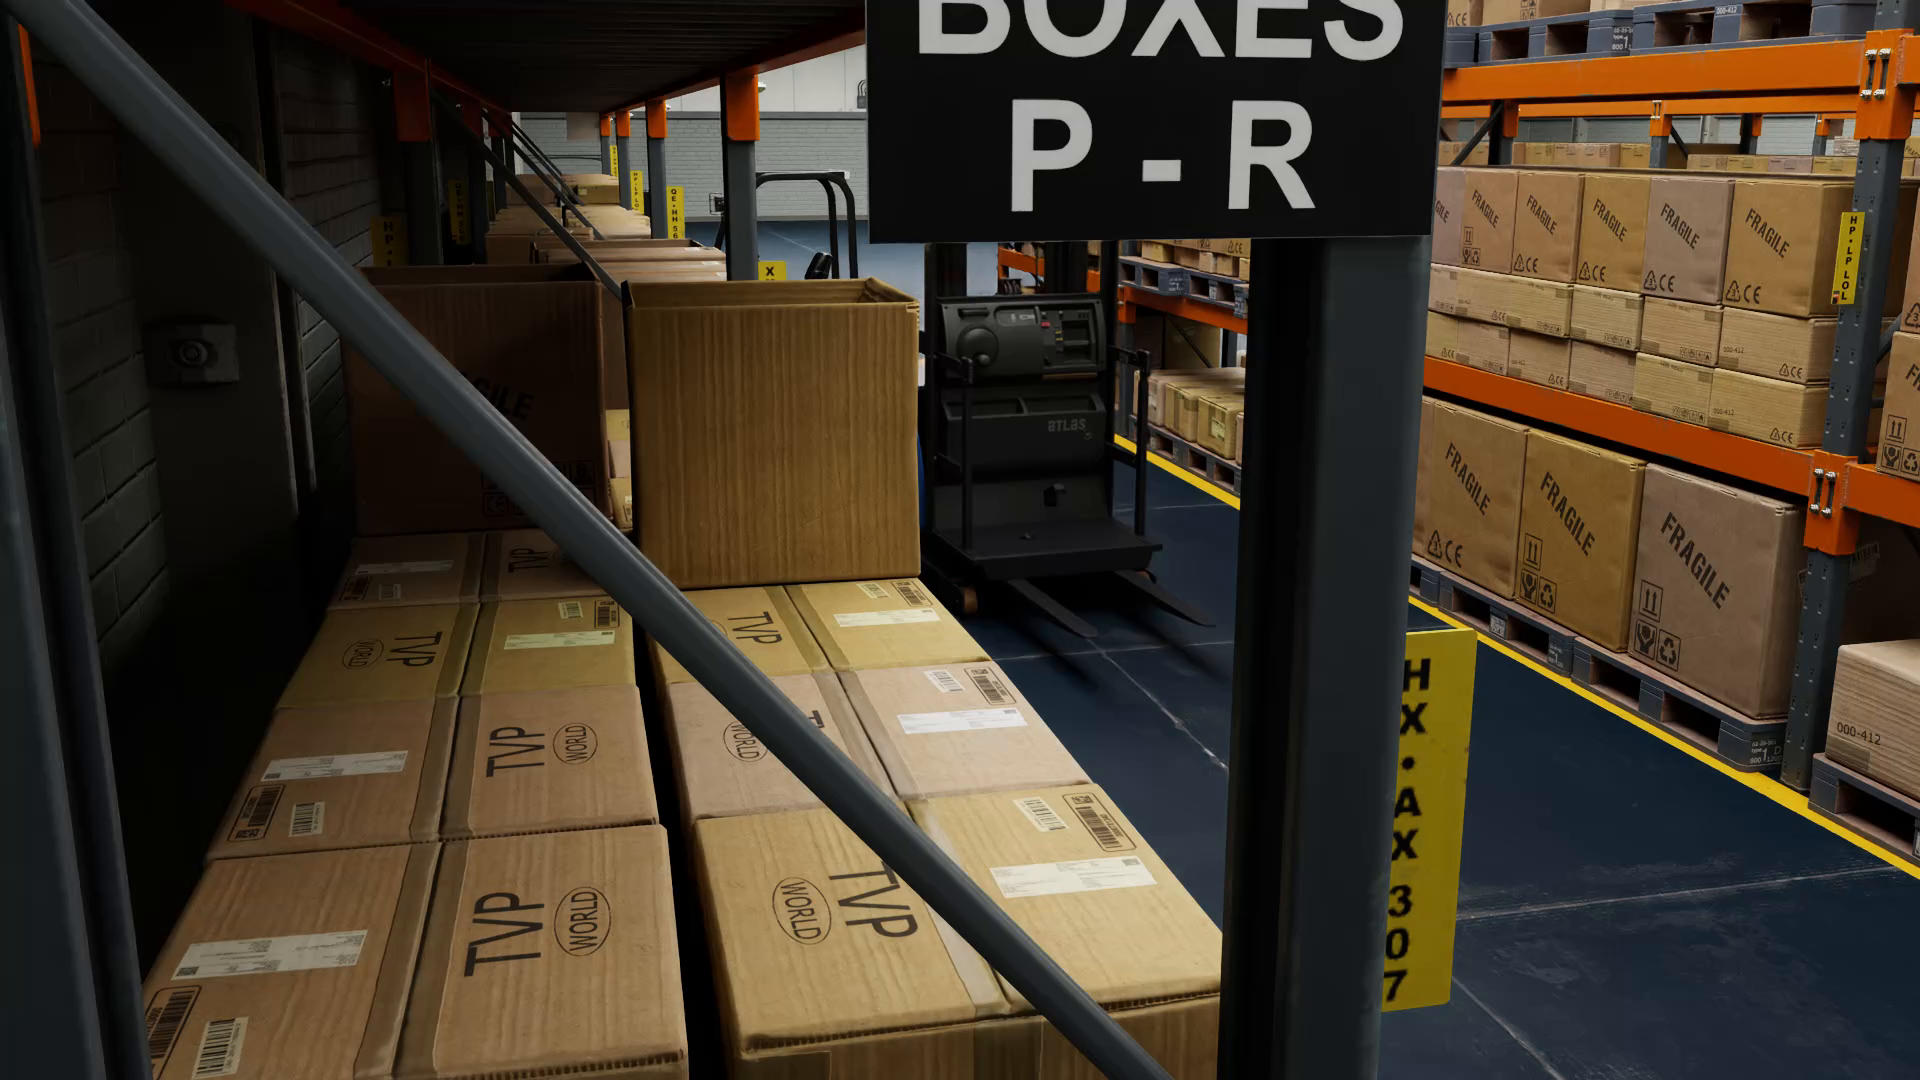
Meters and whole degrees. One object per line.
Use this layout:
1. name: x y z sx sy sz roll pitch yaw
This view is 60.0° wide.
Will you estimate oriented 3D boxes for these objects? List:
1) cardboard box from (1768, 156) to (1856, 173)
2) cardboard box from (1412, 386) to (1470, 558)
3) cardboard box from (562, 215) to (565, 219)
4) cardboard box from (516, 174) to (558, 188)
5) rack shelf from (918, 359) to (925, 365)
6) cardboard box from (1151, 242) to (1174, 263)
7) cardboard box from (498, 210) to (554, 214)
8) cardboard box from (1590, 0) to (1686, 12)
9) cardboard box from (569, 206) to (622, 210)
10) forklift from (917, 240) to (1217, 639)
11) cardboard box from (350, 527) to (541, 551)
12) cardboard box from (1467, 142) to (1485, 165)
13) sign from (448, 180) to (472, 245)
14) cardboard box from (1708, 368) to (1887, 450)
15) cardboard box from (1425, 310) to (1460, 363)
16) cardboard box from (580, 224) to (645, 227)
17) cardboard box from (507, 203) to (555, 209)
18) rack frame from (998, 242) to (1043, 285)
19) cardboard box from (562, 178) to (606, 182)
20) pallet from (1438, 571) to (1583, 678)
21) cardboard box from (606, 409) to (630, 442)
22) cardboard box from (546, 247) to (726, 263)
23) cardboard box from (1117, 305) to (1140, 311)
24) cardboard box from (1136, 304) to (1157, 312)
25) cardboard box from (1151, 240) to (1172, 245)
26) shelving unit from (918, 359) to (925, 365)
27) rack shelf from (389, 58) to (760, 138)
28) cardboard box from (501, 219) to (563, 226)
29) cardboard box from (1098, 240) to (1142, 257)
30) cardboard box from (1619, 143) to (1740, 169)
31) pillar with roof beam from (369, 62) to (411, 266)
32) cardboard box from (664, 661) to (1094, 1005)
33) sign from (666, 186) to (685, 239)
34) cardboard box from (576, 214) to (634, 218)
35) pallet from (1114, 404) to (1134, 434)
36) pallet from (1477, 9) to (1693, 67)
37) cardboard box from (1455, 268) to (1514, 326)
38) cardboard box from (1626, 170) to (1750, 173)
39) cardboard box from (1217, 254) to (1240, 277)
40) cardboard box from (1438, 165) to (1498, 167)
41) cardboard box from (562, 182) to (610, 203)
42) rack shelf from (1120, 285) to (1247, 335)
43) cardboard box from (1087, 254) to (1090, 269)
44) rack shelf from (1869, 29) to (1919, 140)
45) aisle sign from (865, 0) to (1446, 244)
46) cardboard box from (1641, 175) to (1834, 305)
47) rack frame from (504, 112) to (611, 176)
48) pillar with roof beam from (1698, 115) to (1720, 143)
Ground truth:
1. cardboard box: 6.989 -2.849 13.449 0.700 0.500 0.500 -3 14 -13
2. cardboard box: 2.858 -0.450 9.539 0.875 0.875 0.875 -3 14 -14
3. cardboard box: -3.096 -2.488 14.081 0.500 0.500 0.500 -3 14 -14
4. cardboard box: -4.055 -3.428 15.936 0.380 0.149 0.250 -4 14 -14
5. rack shelf: -0.171 -1.063 10.596 0.258 0.148 0.480 -5 14 -18
6. cardboard box: 1.710 -2.243 12.933 0.380 0.149 0.250 -3 14 -12
7. cardboard box: -3.043 -2.235 11.678 0.380 0.149 0.250 -3 14 -13
8. cardboard box: 3.126 -2.494 7.604 0.380 0.166 0.250 -2 14 -8
9. cardboard box: -2.691 -2.384 12.288 0.380 0.149 0.250 -3 14 -11
10. forklift: 0.420 -1.124 8.853 1.130 2.935 3.031 -5 14 -18
11. cardboard box: -1.010 0.051 3.588 0.500 0.250 0.500 -3 14 -12
12. cardboard box: 5.954 -3.974 17.783 0.875 0.550 0.550 -3 14 -13
13. sign: -2.586 -1.695 8.605 0.100 0.325 0.005 -3 14 -13
14. cardboard box: 3.366 -0.535 6.614 0.500 0.250 0.500 -4 14 -15
15. cardboard box: 2.785 -1.124 9.025 0.500 0.250 0.500 -4 14 -15
16. cardboard box: -2.059 -1.797 9.884 0.380 0.149 0.250 -3 14 -13
17. cardboard box: -3.312 -2.510 12.805 0.380 0.149 0.250 -3 14 -13
18. rack frame: 0.898 -3.287 17.562 1.000 3.000 0.127 -3 14 -13
19. cardboard box: -3.229 -3.034 14.323 0.380 0.149 0.250 -3 14 -13
20. pallet: 3.172 0.380 8.427 1.003 0.211 1.213 -3 14 -13
21. cardboard box: -0.751 -0.209 4.652 0.500 0.250 0.500 -3 14 -12
22. cardboard box: -1.310 -0.919 6.771 0.700 0.500 0.500 -3 14 -13
23. cardboard box: 1.316 -1.836 14.950 0.500 0.500 0.500 -3 14 -12
24. cardboard box: 1.824 -1.871 15.094 0.500 0.500 0.500 -3 14 -11
25. cardboard box: 1.787 -2.522 12.707 0.500 0.500 0.500 -3 14 -13
26. shelving unit: -0.171 -0.682 10.689 0.258 1.200 0.503 -5 14 -18
27. rack shelf: -1.578 -1.810 6.713 1.077 0.370 4.000 -3 14 -13
28. cardboard box: -2.700 -1.945 10.489 0.380 0.149 0.250 -3 14 -12
29. cardboard box: 1.491 -2.646 14.100 0.500 0.500 0.500 -4 14 -15
30. cardboard box: 6.572 -3.348 15.220 0.875 0.550 0.550 -3 14 -13
31. pillar with roof beam: 0.955 -4.569 10.167 9.100 9.000 0.400 -3 14 -13
32. cardboard box: -0.132 0.374 2.266 0.500 0.250 0.500 -3 14 -13
33. sign: -1.522 -1.721 8.876 0.100 0.325 0.005 -3 14 -13
34. cardboard box: -2.362 -2.091 11.088 0.380 0.149 0.250 -3 14 -13
35. pallet: 1.645 -1.163 14.742 1.003 0.211 1.213 -3 14 -13
36. pallet: 3.245 -2.404 8.023 1.003 0.211 1.213 -3 14 -11
37. cardboard box: 2.881 -1.246 8.470 0.500 0.250 0.500 -3 14 -13
38. cardboard box: 3.503 -1.521 8.016 0.500 0.500 0.500 -4 14 -14
39. cardboard box: 2.030 -1.939 11.689 0.380 0.149 0.250 -4 14 -15
40. cardboard box: 2.655 -1.849 9.356 0.500 0.500 0.500 -4 14 -15
41. cardboard box: -2.940 -2.739 13.116 0.380 0.149 0.250 -3 14 -12
42. rack shelf: 2.307 -1.554 11.982 1.077 0.370 4.000 -3 14 -13
43. cardboard box: 1.224 -2.534 15.007 0.380 0.149 0.250 -3 14 -14
44. rack shelf: 4.186 -1.165 4.072 1.077 0.370 4.000 -3 14 -13
45. aisle sign: 0.133 -0.582 1.012 0.394 0.787 0.004 -3 14 -13
46. cardboard box: 3.238 -1.261 6.952 0.500 0.500 0.500 -3 14 -12
47. rack frame: -3.926 -3.010 16.426 1.000 3.000 0.127 -3 14 -13
48. pillar with roof beam: 16.159 -12.766 43.717 9.100 9.000 0.400 -3 14 -13
